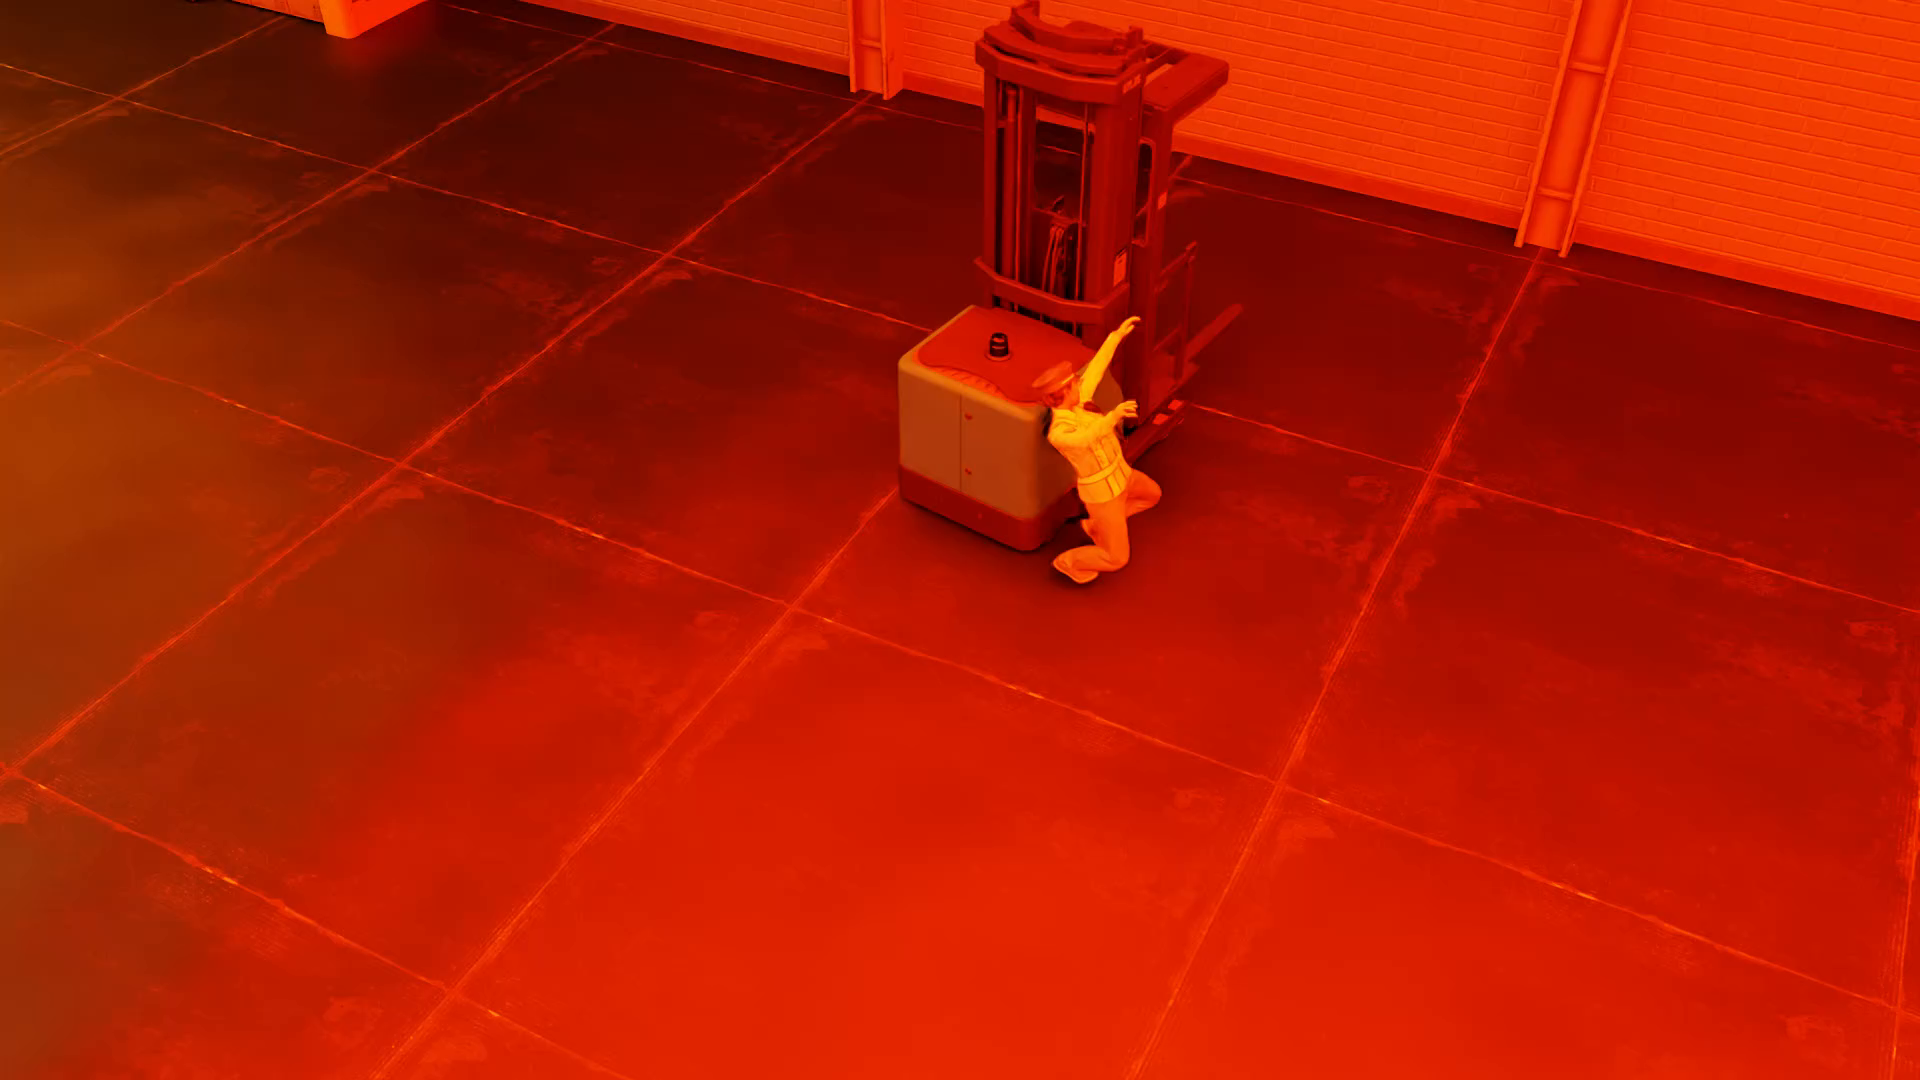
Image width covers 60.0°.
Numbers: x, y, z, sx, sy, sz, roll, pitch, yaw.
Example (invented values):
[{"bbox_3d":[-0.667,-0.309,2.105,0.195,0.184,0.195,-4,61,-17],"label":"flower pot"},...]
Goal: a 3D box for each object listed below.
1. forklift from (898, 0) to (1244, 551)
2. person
[{"bbox_3d":[0.881,-1.960,10.314,1.130,2.935,3.031,25,46,27],"label":"forklift"},{"bbox_3d":[0.770,-0.448,9.607,0.759,1.536,0.882,12,42,14],"label":"person"}]
